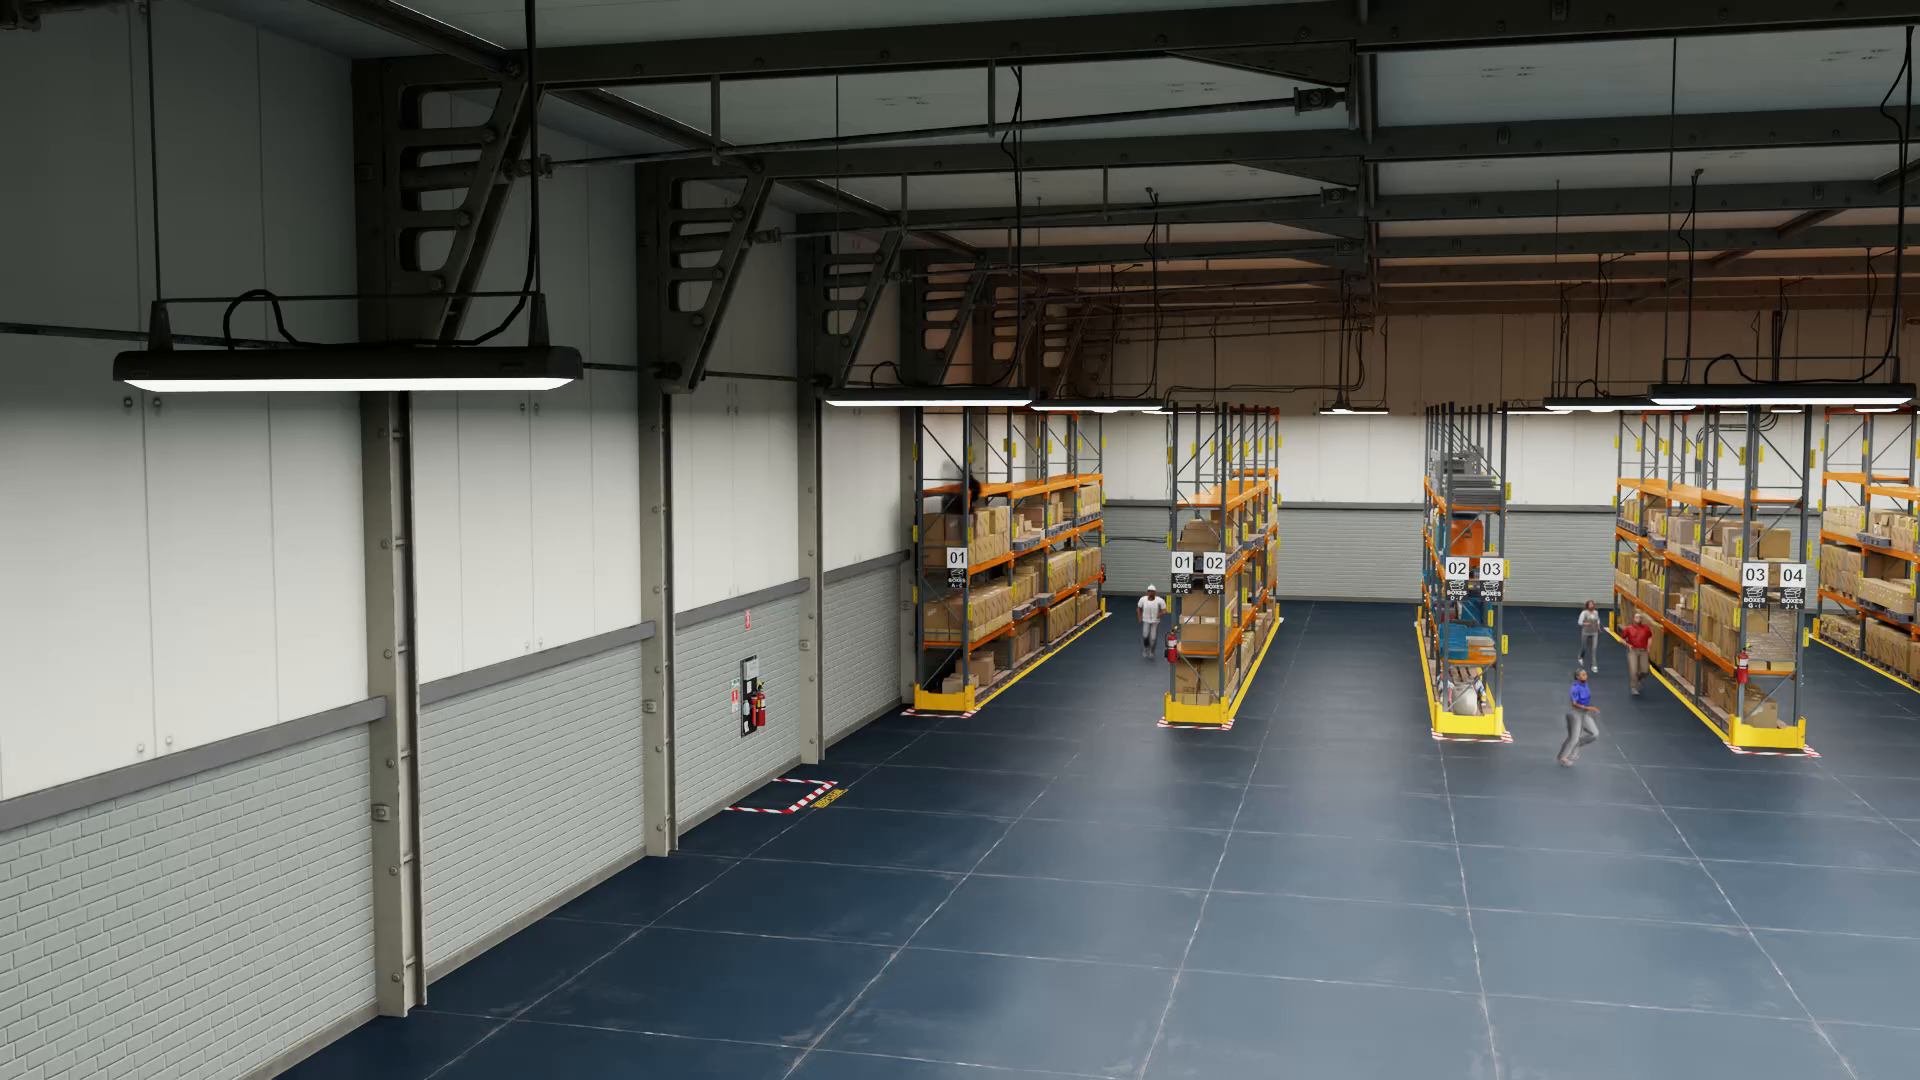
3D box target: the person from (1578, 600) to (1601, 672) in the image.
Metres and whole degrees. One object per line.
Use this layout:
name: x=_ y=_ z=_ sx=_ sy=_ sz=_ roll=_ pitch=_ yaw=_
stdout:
person: x=14.196 y=2.138 z=37.493 sx=0.539 sy=1.583 sz=0.895 roll=0 pitch=4 yaw=4

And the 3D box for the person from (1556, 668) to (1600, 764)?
person: x=10.198 y=2.896 z=27.280 sx=0.607 sy=1.609 sz=0.719 roll=-3 pitch=5 yaw=-39

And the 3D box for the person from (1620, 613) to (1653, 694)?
person: x=13.989 y=2.345 z=34.349 sx=0.659 sy=1.674 sz=0.622 roll=1 pitch=4 yaw=9

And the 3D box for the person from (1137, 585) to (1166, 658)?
person: x=4.530 y=1.942 z=39.376 sx=0.699 sy=1.741 sz=0.640 roll=1 pitch=4 yaw=10

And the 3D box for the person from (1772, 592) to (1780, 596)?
person: x=20.496 y=1.782 z=41.564 sx=0.696 sy=1.737 sz=0.698 roll=2 pitch=5 yaw=26
